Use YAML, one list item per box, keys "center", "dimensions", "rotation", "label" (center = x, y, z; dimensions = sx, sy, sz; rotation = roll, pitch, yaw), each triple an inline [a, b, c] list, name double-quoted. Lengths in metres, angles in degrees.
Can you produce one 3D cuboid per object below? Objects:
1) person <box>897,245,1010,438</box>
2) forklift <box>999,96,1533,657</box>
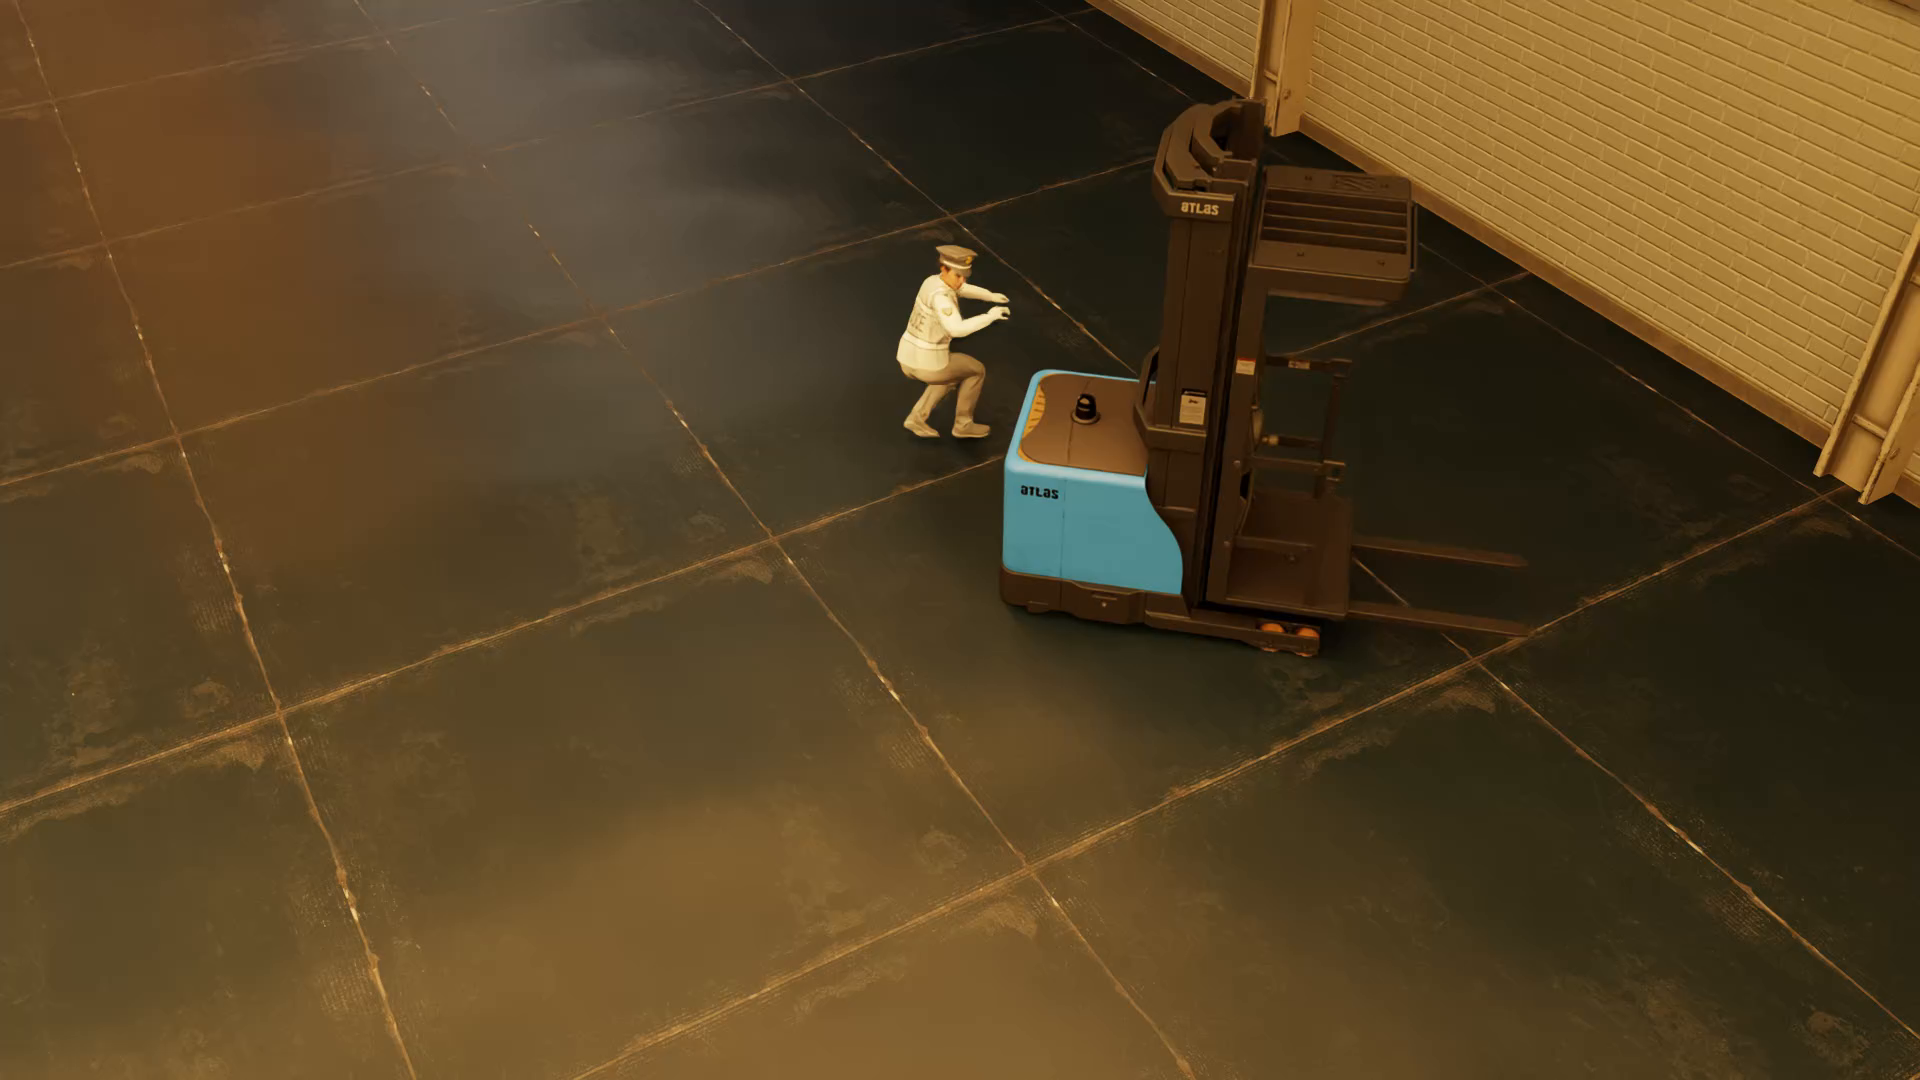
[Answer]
- center: [0.058, -1.274, 10.785]
  dimensions: [0.945, 1.401, 0.708]
  rotation: [-24, 45, -26]
  label: "person"
- center: [1.804, -0.833, 9.040]
  dimensions: [3.031, 2.935, 1.130]
  rotation: [8, 40, 9]
  label: "forklift"
